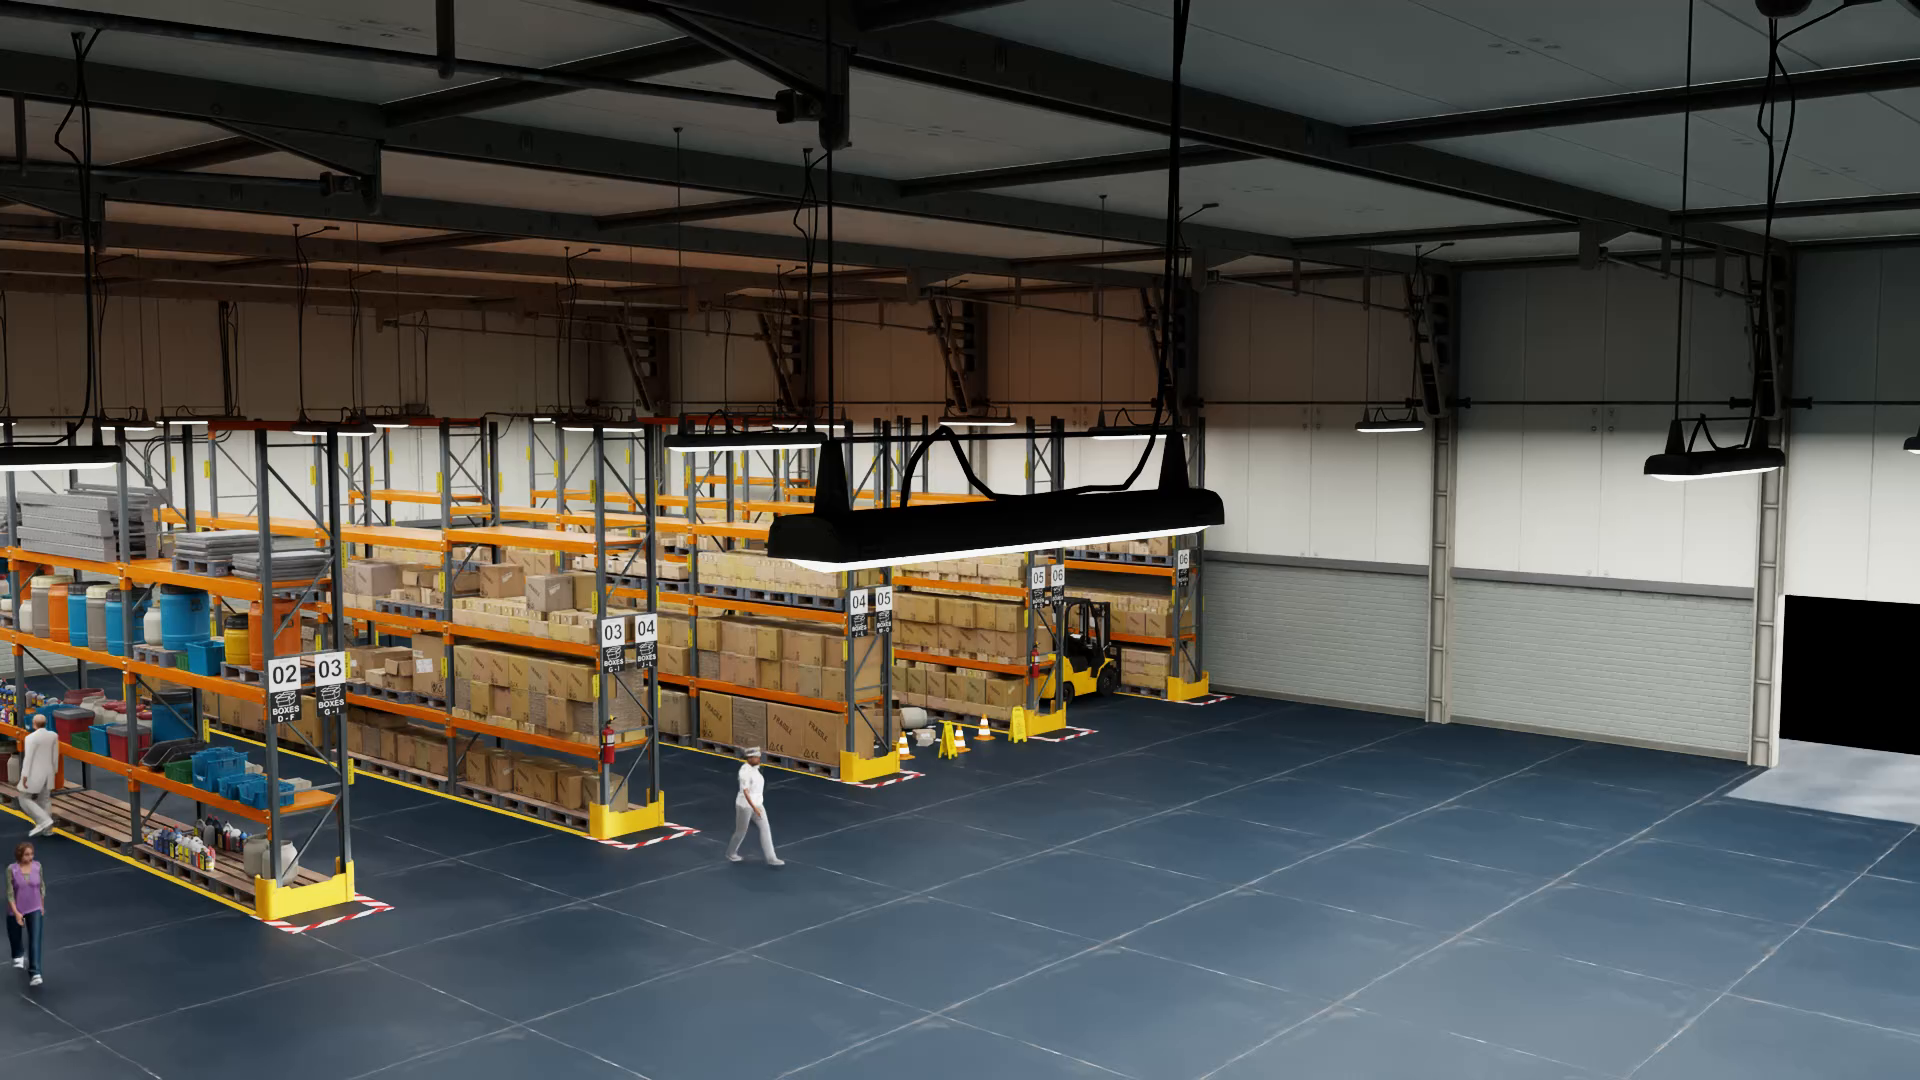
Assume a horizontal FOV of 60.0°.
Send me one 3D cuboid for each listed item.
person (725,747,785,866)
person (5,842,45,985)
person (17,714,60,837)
[{"bbox_3d":[-2.799,3.620,22.707,0.979,1.617,0.442,3,6,33],"label":"person"},{"bbox_3d":[-10.206,4.054,18.190,0.402,1.511,1.043,-3,6,-35],"label":"person"},{"bbox_3d":[-13.363,3.424,24.188,0.542,1.776,0.625,2,5,21],"label":"person"}]
